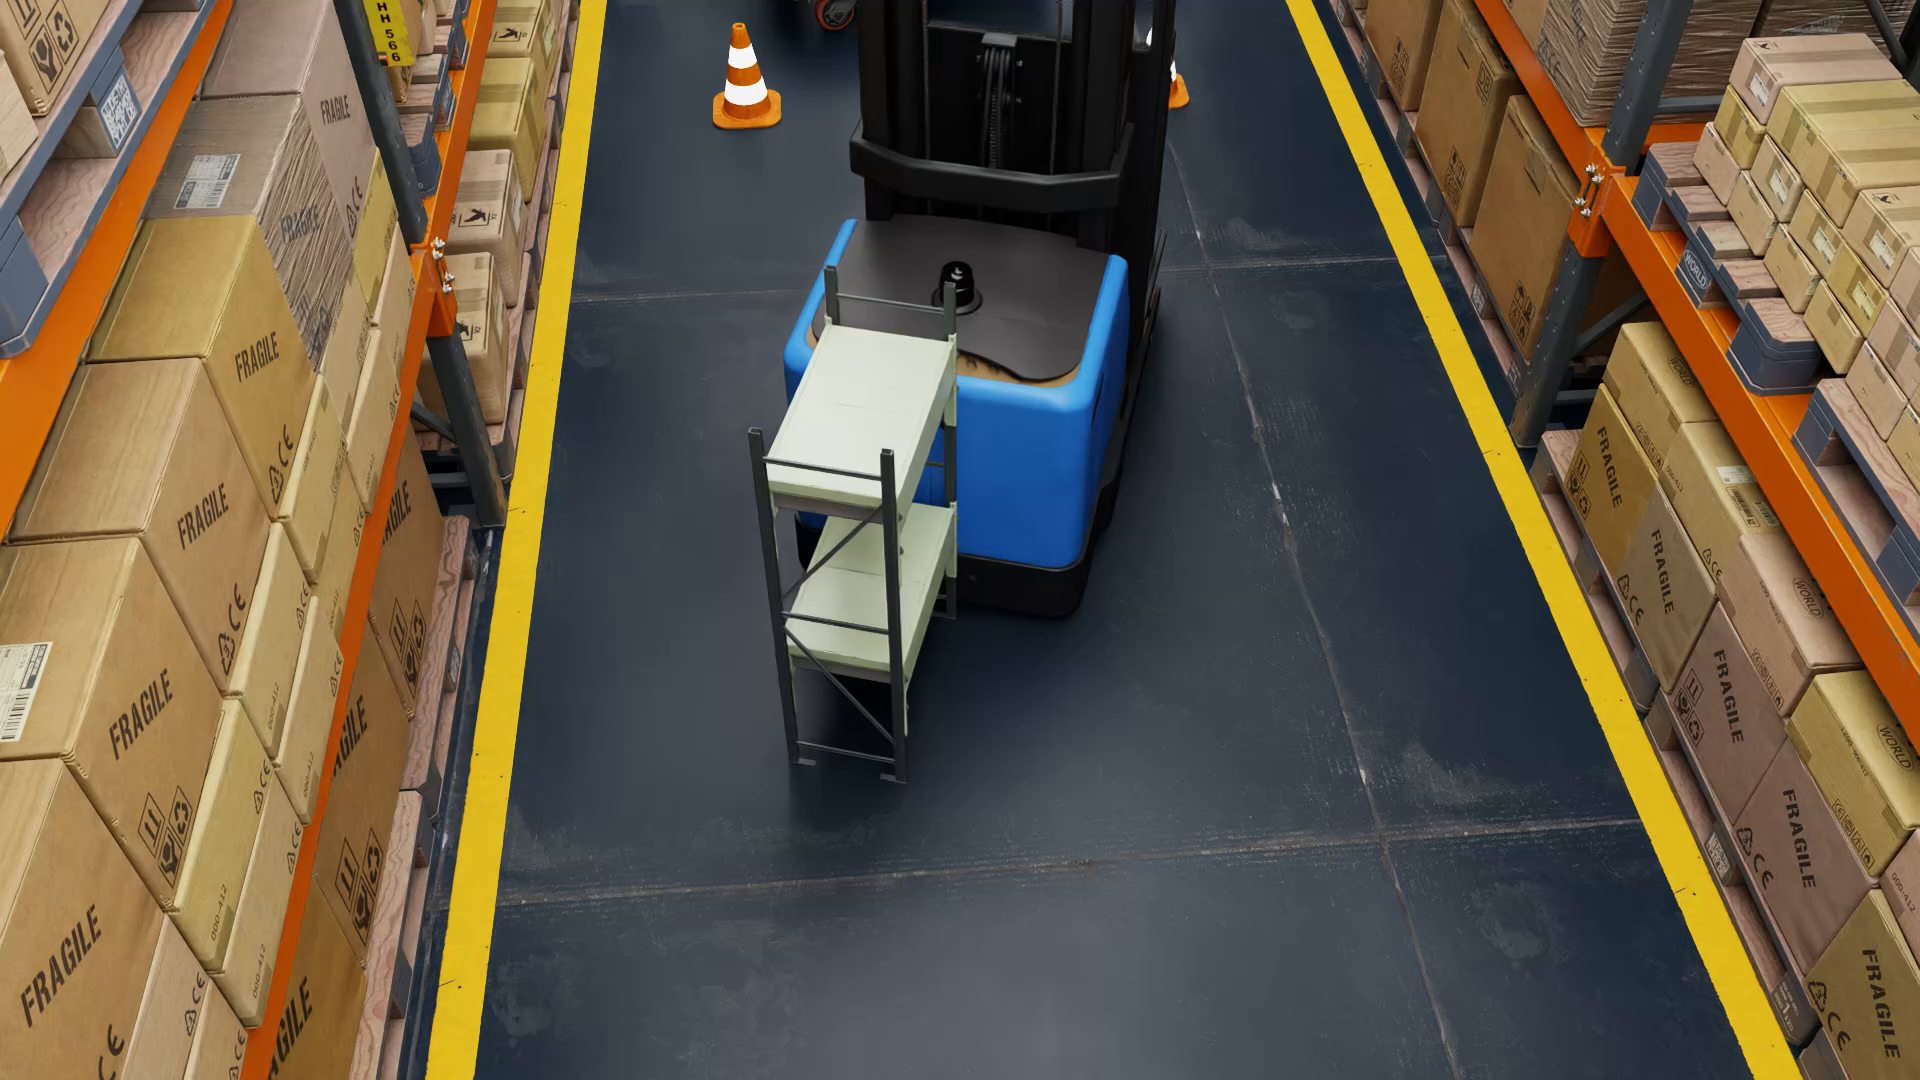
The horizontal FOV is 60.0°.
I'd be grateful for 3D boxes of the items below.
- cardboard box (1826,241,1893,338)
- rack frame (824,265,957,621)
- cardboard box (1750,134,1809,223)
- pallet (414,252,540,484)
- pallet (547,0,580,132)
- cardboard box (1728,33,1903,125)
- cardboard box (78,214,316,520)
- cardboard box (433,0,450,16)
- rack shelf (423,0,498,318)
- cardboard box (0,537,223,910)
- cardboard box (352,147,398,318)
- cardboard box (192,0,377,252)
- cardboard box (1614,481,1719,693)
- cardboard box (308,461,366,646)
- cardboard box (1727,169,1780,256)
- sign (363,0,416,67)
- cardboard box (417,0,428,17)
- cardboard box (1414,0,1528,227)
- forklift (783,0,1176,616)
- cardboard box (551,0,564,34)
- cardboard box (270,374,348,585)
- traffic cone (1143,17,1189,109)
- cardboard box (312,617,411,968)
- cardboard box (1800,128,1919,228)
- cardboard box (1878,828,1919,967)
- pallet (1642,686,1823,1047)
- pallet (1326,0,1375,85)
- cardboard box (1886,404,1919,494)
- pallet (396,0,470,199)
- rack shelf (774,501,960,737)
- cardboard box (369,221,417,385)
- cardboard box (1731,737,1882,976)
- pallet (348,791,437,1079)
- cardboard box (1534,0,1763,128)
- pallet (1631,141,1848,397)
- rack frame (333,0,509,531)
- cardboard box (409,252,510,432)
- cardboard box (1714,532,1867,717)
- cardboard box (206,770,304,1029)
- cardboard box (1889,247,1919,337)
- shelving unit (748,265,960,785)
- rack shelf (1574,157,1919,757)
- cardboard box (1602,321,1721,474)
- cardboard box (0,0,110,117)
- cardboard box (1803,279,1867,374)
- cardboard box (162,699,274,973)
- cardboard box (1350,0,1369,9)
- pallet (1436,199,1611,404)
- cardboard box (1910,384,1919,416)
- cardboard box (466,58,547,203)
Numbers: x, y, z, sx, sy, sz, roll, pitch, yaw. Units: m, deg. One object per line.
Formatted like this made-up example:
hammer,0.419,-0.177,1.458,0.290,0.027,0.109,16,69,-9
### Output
cardboard box,2.613,-0.690,4.516,0.380,0.149,0.250,-3,47,-3
rack frame,-0.209,-0.266,5.469,0.400,1.500,0.023,9,47,9
cardboard box,2.566,-1.065,4.872,0.380,0.149,0.250,-1,47,-1
pallet,-2.287,-0.696,6.763,1.003,0.211,1.213,-3,47,-3
pallet,-2.491,-2.461,8.435,1.003,0.211,1.213,-3,47,-3
cardboard box,2.547,-1.376,4.962,0.380,0.149,0.250,-3,47,-3
cardboard box,-1.833,-0.379,3.785,0.500,0.500,0.500,-3,47,-3
cardboard box,-2.035,-2.001,5.963,0.380,0.149,0.250,-3,47,-3
rack shelf,-2.390,-2.289,6.847,1.077,0.370,4.000,-3,47,-3
cardboard box,-1.748,0.362,3.084,0.500,0.500,0.500,-5,47,-4
cardboard box,-1.929,-0.874,4.771,0.500,0.250,0.500,-4,47,-3
cardboard box,-1.919,-1.109,4.477,0.500,0.500,0.500,-5,47,-4
cardboard box,2.552,0.143,5.481,0.500,0.500,0.500,-3,47,-3
cardboard box,-1.837,0.047,4.243,0.500,0.250,0.500,-4,47,-4
cardboard box,2.560,-0.991,5.006,0.380,0.149,0.250,-1,47,-1
sign,-1.670,-1.523,4.829,0.100,0.325,0.005,-3,47,-3
cardboard box,-2.081,-2.086,5.597,0.500,0.500,0.500,-1,47,-1
cardboard box,2.663,-1.912,7.255,1.050,0.750,0.750,-3,47,-3
forklift,0.238,-1.829,5.964,1.130,2.935,3.031,9,47,9
cardboard box,-2.511,-2.845,8.399,0.950,0.372,0.625,-3,47,-3
cardboard box,-1.819,-0.135,4.070,0.500,0.250,0.500,-5,47,-4
traffic cone,0.974,-2.423,8.226,0.336,0.463,0.334,-3,47,-3
cardboard box,-2.177,0.648,4.745,0.875,0.875,0.875,-3,47,-3
cardboard box,2.588,-1.008,4.612,0.380,0.149,0.250,-4,47,-4
cardboard box,2.692,0.992,4.160,0.500,0.250,0.500,-1,47,-1
pallet,2.864,0.942,5.213,1.003,0.211,1.213,-3,47,-3
pallet,2.506,-2.845,8.799,1.003,0.211,1.213,-3,47,-3
cardboard box,2.650,-0.226,4.282,0.380,0.149,0.250,-3,47,-3
pallet,-2.389,-1.532,5.767,1.213,0.211,1.003,-3,47,-3
rack shelf,-0.290,0.217,5.461,0.431,0.370,0.720,9,47,9
cardboard box,-1.922,-0.687,4.938,0.500,0.250,0.500,-5,47,-5
cardboard box,2.642,0.883,4.780,0.500,0.500,0.500,-4,47,-4
pallet,-2.133,1.325,4.849,1.003,0.211,1.213,-3,47,-3
cardboard box,2.396,-1.807,5.827,0.500,0.500,0.500,-3,47,-3
pallet,2.867,-0.888,5.157,1.213,0.211,1.003,-3,47,-3
rack frame,-2.223,-1.089,5.215,1.000,3.000,0.127,-3,47,-3
cardboard box,-2.260,-0.739,6.405,0.950,0.372,0.625,-6,47,-6
cardboard box,2.589,0.234,4.879,0.500,0.250,0.500,-3,47,-3
cardboard box,-1.734,0.776,3.552,0.500,0.250,0.500,-4,47,-4
cardboard box,2.634,-0.620,4.245,0.380,0.149,0.250,-2,47,-1
shelving unit,-0.290,-0.007,5.224,0.431,1.500,0.755,9,47,9
rack shelf,2.869,0.231,4.460,1.077,0.370,4.000,-3,47,-3
cardboard box,2.518,-0.492,5.566,0.500,0.250,0.500,-5,47,-5
cardboard box,-1.786,-1.042,2.747,0.500,0.500,0.500,-3,47,-3
cardboard box,2.607,-0.601,4.637,0.380,0.149,0.250,-2,47,-1
cardboard box,-1.731,0.607,3.368,0.500,0.250,0.500,-3,47,-3
cardboard box,2.508,-3.284,8.555,1.050,0.750,0.750,-4,47,-3
pallet,2.710,-1.079,7.127,1.003,0.211,1.213,-3,47,-3
cardboard box,2.651,-0.330,4.175,0.380,0.149,0.250,-4,47,-4
cardboard box,-2.388,-1.822,7.430,0.950,0.372,0.625,-2,47,-2
